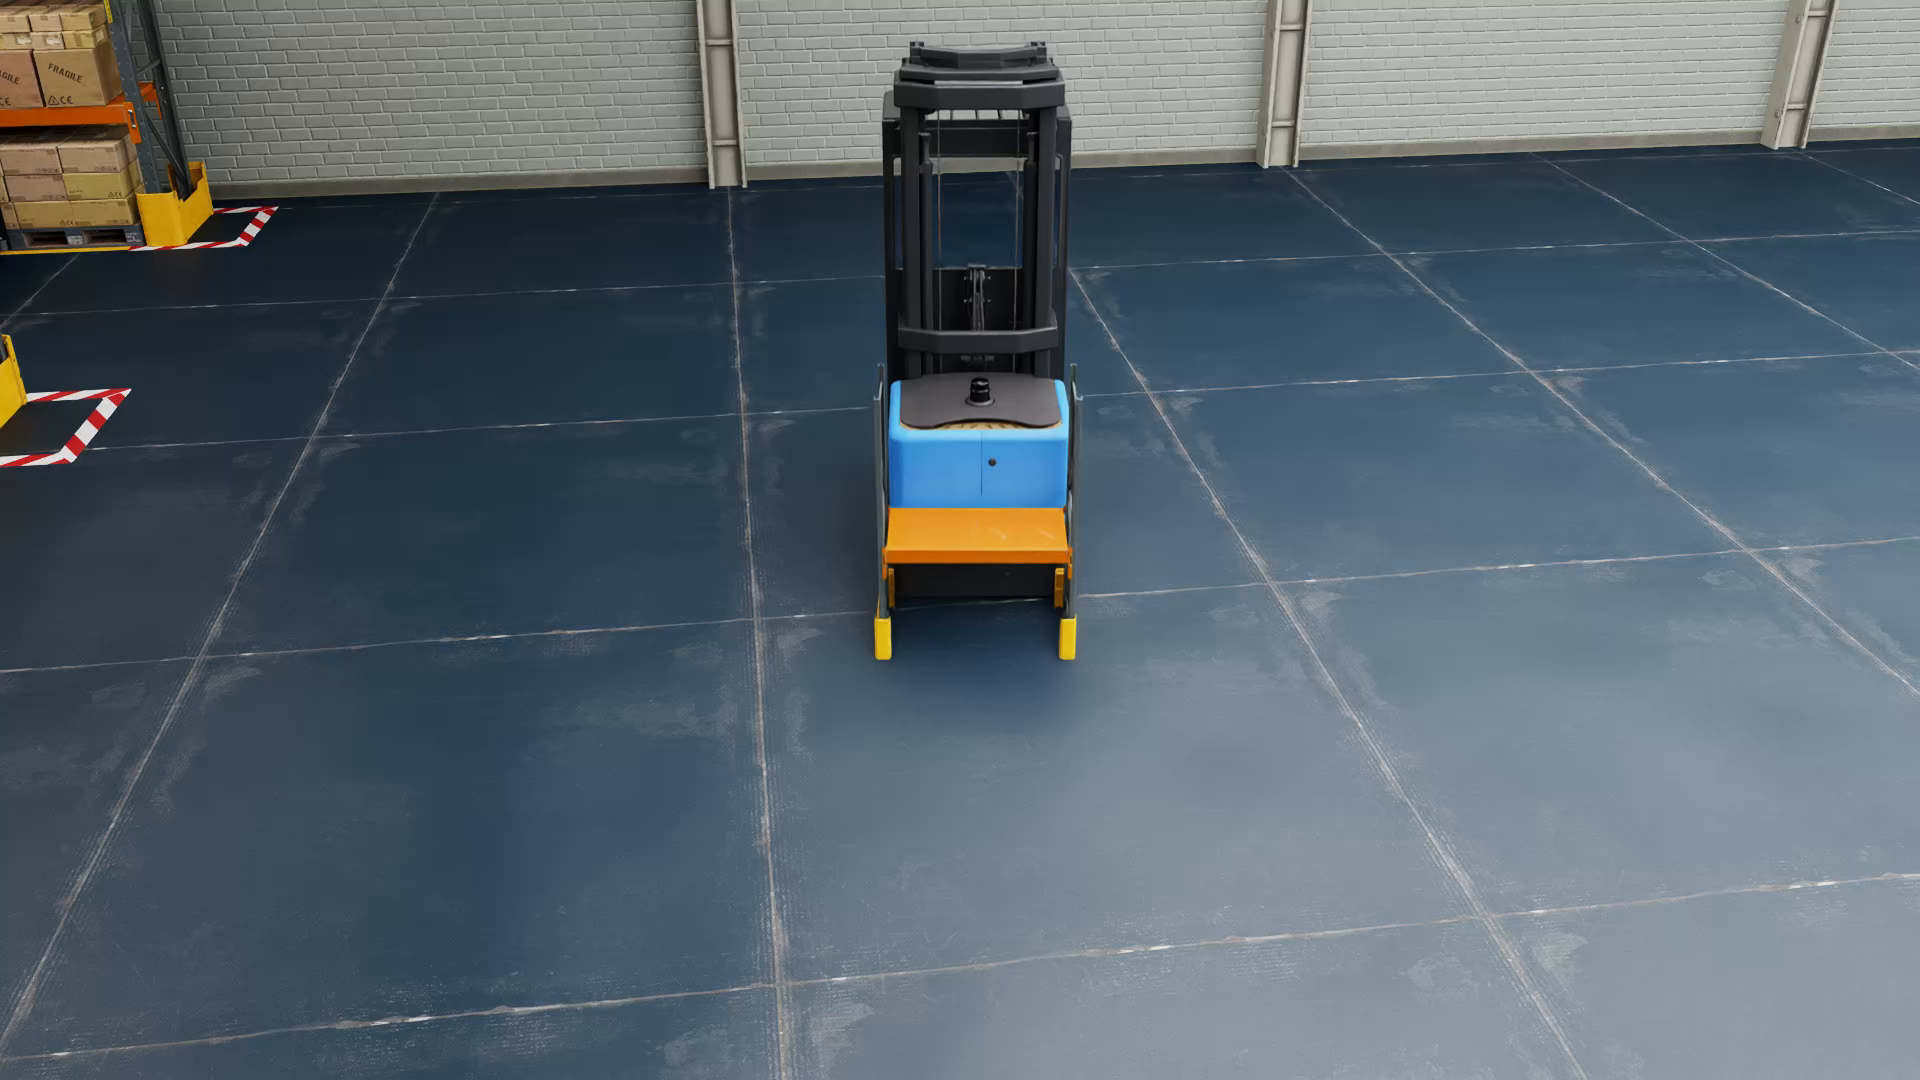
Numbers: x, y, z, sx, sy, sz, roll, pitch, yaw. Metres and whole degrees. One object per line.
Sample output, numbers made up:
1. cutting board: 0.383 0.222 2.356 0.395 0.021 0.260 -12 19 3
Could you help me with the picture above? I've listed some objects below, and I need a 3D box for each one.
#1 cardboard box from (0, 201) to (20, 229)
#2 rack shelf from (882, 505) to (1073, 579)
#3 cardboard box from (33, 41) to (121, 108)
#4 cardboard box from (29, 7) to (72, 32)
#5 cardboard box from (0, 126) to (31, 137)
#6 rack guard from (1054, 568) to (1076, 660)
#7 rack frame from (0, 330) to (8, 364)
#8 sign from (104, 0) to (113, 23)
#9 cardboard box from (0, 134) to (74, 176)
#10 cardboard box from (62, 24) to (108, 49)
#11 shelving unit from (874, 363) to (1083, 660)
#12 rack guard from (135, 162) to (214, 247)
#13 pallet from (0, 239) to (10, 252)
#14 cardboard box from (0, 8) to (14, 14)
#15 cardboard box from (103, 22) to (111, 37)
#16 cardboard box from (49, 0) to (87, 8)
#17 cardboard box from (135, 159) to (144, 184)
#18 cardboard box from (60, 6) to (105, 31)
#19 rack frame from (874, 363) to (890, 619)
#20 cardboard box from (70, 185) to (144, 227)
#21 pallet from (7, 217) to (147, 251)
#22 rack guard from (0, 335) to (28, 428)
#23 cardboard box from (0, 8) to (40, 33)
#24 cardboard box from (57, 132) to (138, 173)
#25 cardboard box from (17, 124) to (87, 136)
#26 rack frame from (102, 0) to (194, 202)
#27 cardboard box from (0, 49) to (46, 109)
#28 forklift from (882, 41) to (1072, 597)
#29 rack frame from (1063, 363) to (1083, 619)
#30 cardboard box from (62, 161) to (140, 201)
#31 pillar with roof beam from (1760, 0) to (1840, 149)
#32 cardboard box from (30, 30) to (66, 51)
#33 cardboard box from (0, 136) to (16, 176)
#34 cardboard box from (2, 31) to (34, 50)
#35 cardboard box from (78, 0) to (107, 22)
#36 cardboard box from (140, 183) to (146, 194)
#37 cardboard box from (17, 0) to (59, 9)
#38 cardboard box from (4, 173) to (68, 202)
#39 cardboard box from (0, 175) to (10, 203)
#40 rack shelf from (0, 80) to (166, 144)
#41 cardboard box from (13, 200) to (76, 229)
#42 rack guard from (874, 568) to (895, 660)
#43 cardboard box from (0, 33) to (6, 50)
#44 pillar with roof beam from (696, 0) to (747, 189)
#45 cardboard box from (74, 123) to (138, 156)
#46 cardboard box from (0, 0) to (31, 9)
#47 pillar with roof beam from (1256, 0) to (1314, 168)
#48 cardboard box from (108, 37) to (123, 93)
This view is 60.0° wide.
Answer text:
1. cardboard box: -8.991 -3.090 15.539 0.500 0.250 0.500 -3 27 -7
2. rack shelf: 0.091 0.008 8.986 1.000 0.185 0.538 0 27 0
3. cardboard box: -8.030 -4.249 15.136 0.500 0.500 0.500 -4 27 -8
4. cardboard box: -8.145 -4.672 14.924 0.250 0.149 0.380 -4 27 -7
5. cardboard box: -9.073 -3.758 15.744 0.500 0.250 0.500 -4 27 -7
6. rack guard: 0.580 0.404 9.189 0.087 0.250 0.587 0 27 0
7. rack frame: -6.885 -2.111 11.078 0.127 3.000 1.000 -4 27 -7
8. sign: -7.518 -4.729 14.653 0.005 0.325 0.100 -4 27 -7
9. cardboard box: -8.497 -3.558 15.354 0.500 0.250 0.500 -3 27 -6
10. cardboard box: -7.884 -4.539 14.990 0.250 0.149 0.380 -3 27 -6
11. shelving unit: 0.082 -0.152 8.904 1.083 1.500 0.587 0 27 0
12. rack guard: -7.556 -3.244 16.025 0.348 0.500 1.175 -4 27 -7
13. pallet: -9.537 -2.970 15.808 1.213 0.211 1.003 -4 27 -7
14. cardboard box: -8.657 -4.661 14.903 0.250 0.149 0.380 -4 27 -7
15. cardboard box: -7.952 -4.783 15.467 0.250 0.149 0.380 -4 27 -8
16. cardboard box: -8.214 -4.907 15.381 0.250 0.149 0.380 -3 27 -5
17. cardboard box: -8.074 -3.605 15.993 0.500 0.250 0.500 -3 27 -6
18. cardboard box: -7.905 -4.702 14.982 0.250 0.149 0.380 -4 27 -7
19. rack frame: -0.417 -0.152 8.904 0.032 1.500 0.500 0 27 0
20. cardboard box: -8.001 -3.145 15.646 0.500 0.250 0.500 -3 27 -7
21. pallet: -8.331 -3.046 15.956 1.213 0.211 1.003 -4 27 -7
22. rack guard: -6.960 -0.994 11.640 0.348 0.500 1.175 -4 27 -7
23. cardboard box: -8.400 -4.643 14.868 0.250 0.149 0.380 -3 27 -6
24. cardboard box: -7.992 -3.593 15.423 0.500 0.250 0.500 -3 27 -5
25. cardboard box: -8.576 -3.785 15.797 0.500 0.250 0.500 -4 27 -7
26. rack frame: -7.580 -4.355 15.451 0.127 3.000 1.000 -4 27 -7
27. cardboard box: -8.546 -4.220 15.080 0.500 0.500 0.500 -3 27 -5
28. forklift: 0.091 -1.611 10.179 1.130 2.935 3.031 -1 27 -1
29. rack frame: 0.600 -0.152 8.903 0.032 1.500 0.500 0 27 0
30. cardboard box: -8.018 -3.368 15.533 0.500 0.250 0.500 -4 27 -8
31. pillar with roof beam: 10.029 -6.586 13.228 0.400 9.000 9.100 -4 27 -7
32. cardboard box: -8.133 -4.509 14.932 0.250 0.149 0.380 -3 27 -6
33. cardboard box: -8.995 -3.521 15.283 0.500 0.250 0.500 -3 27 -6
34. cardboard box: -8.398 -4.521 14.954 0.250 0.149 0.380 -3 27 -6
35. cardboard box: -7.942 -4.895 15.359 0.250 0.149 0.380 -4 27 -8
36. cardboard box: -8.093 -3.375 16.094 0.500 0.250 0.500 -4 27 -7
37. cardboard box: -8.465 -4.871 15.311 0.250 0.149 0.380 -3 27 -6
38. cardboard box: -8.516 -3.341 15.480 0.500 0.250 0.500 -4 27 -8
39. cardboard box: -9.025 -3.299 15.398 0.500 0.250 0.500 -4 27 -8
40. rack shelf: -9.560 -3.907 15.367 4.000 0.370 1.077 -4 27 -7
41. cardboard box: -8.495 -3.118 15.593 0.500 0.250 0.500 -4 27 -7
42. rack guard: -0.416 0.404 9.189 0.087 0.250 0.587 0 27 0
43. cardboard box: -8.645 -4.510 14.934 0.250 0.149 0.380 -4 27 -7
44. pillar with roof beam: -1.854 -5.822 11.740 0.400 9.000 9.100 -4 27 -7
45. cardboard box: -8.082 -3.818 15.862 0.500 0.250 0.500 -4 27 -8
46. cardboard box: -8.713 -4.862 15.293 0.250 0.149 0.380 -4 27 -7
47. pillar with roof beam: 4.088 -6.204 12.484 0.400 9.000 9.100 -4 27 -7
48. cardboard box: -8.109 -4.493 15.612 0.500 0.500 0.500 -3 27 -5
